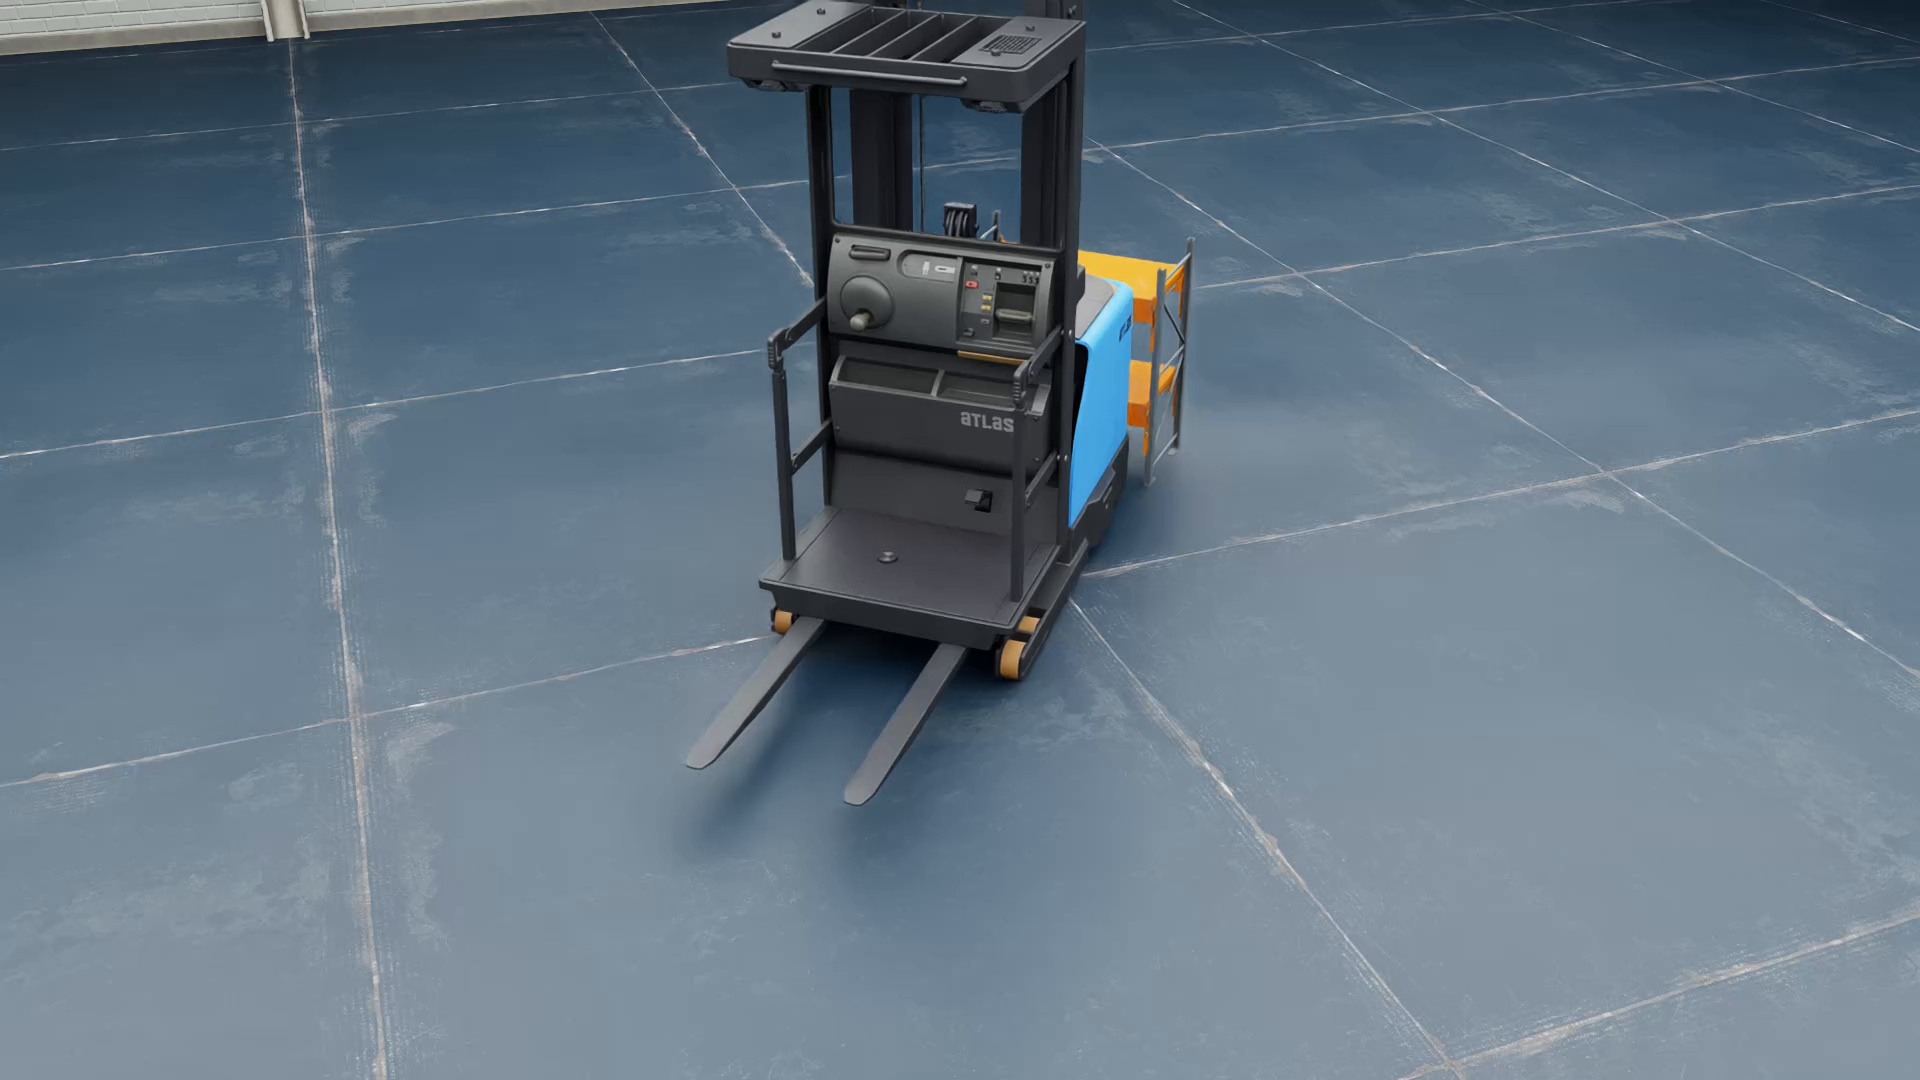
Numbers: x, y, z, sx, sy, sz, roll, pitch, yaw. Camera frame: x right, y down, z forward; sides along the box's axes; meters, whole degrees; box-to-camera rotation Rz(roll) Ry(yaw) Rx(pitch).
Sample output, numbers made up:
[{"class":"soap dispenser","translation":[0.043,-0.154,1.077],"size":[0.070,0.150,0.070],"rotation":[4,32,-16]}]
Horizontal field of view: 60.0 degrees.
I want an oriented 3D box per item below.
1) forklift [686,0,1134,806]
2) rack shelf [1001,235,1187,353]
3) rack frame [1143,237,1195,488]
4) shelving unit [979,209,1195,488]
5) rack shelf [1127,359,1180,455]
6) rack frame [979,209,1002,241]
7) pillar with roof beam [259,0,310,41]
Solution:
[{"class":"forklift","translation":[-0.153,-0.931,6.424],"size":[1.130,2.935,3.031],"rotation":[10,31,17]},{"class":"rack shelf","translation":[0.559,-1.220,8.160],"size":[1.000,0.278,0.538],"rotation":[12,32,21]},{"class":"rack frame","translation":[1.022,-0.862,8.123],"size":[0.032,1.125,0.500],"rotation":[12,32,21]},{"class":"shelving unit","translation":[0.558,-0.965,8.303],"size":[1.048,1.125,0.538],"rotation":[12,32,21]},{"class":"rack shelf","translation":[0.557,-0.752,8.423],"size":[1.000,0.278,0.538],"rotation":[12,32,21]},{"class":"rack frame","translation":[0.094,-1.067,8.483],"size":[0.032,1.125,0.500],"rotation":[12,32,21]},{"class":"pillar with roof beam","translation":[-5.180,-6.928,10.819],"size":[0.400,9.000,9.100],"rotation":[-10,31,-18]}]
